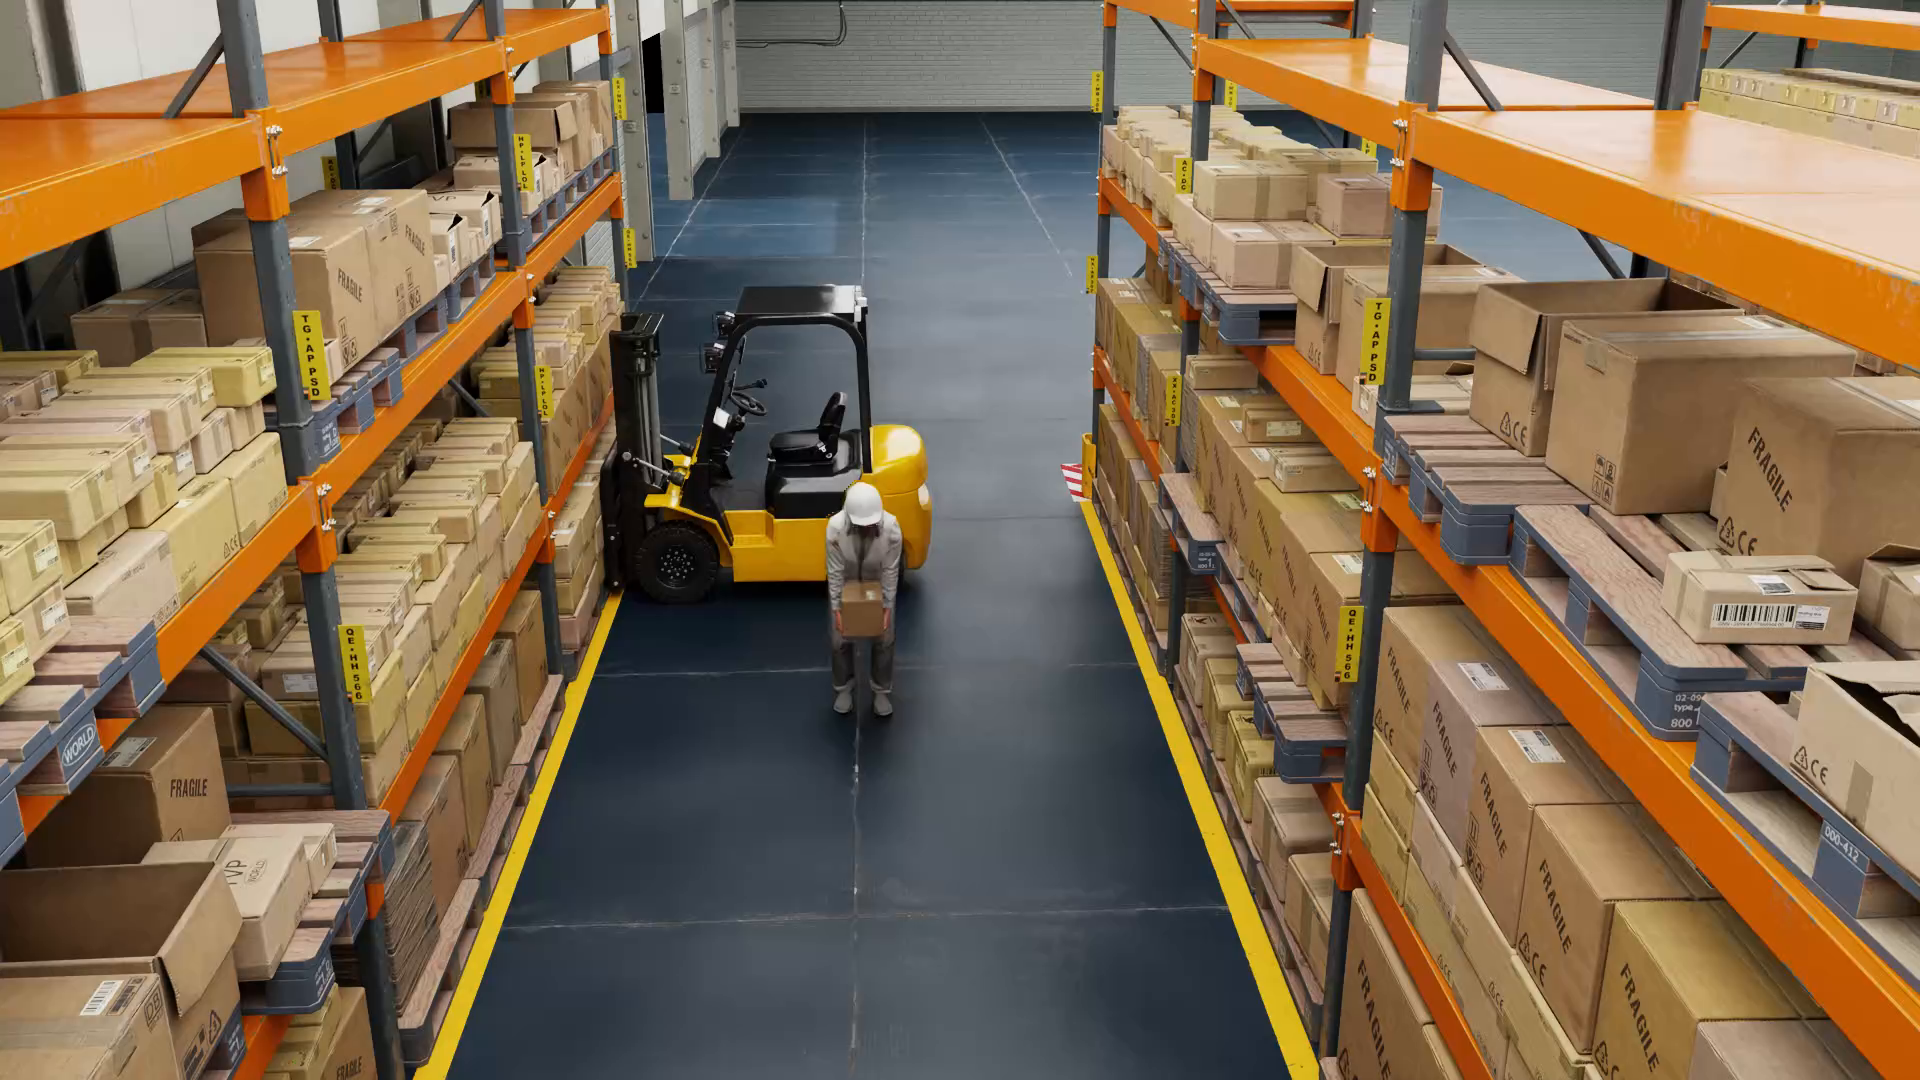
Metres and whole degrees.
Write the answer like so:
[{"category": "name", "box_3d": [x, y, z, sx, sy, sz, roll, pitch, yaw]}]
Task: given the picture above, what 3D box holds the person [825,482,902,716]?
[{"category": "person", "box_3d": [-0.594, 0.347, 10.317, 0.475, 1.627, 0.758, -2, 20, -4]}]
